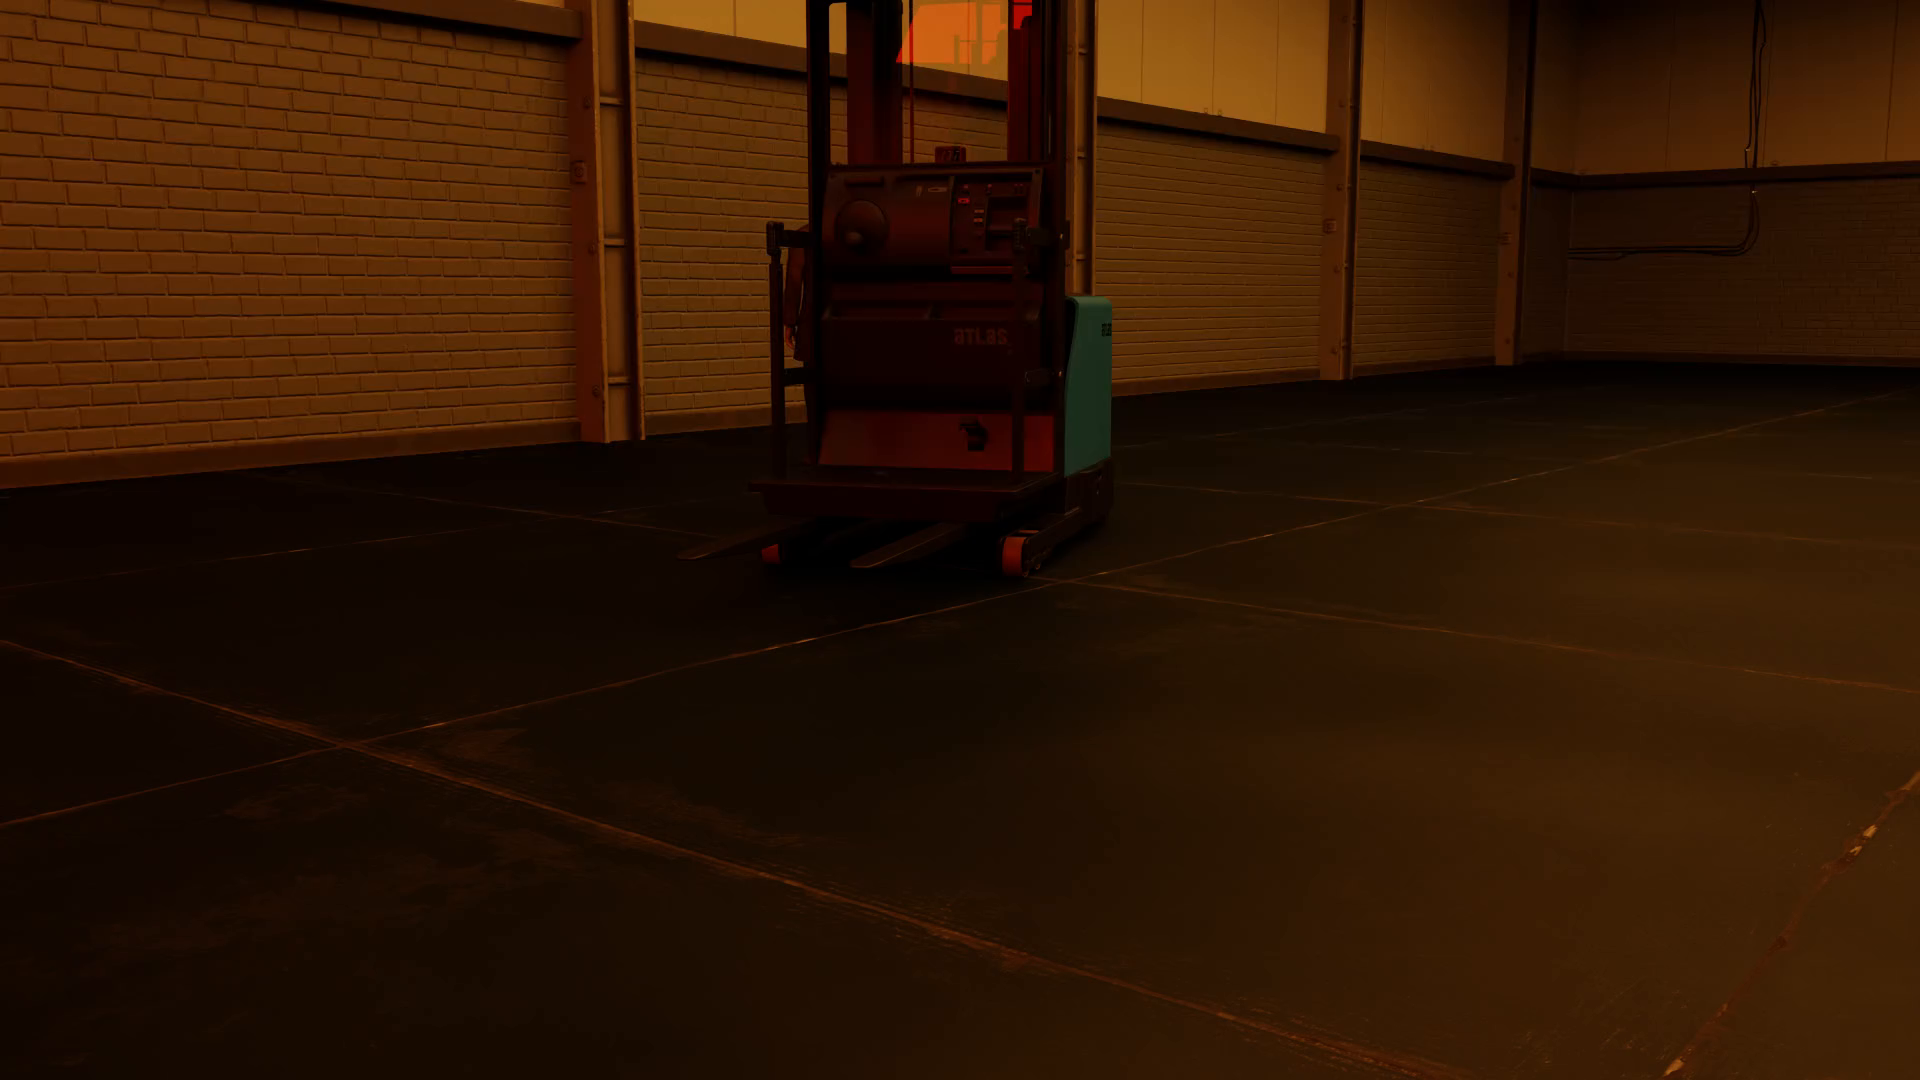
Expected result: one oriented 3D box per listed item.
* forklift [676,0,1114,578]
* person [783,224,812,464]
[{"bbox_3d":[-0.176,-1.366,6.616,1.130,2.935,3.031,3,9,17],"label":"forklift"},{"bbox_3d":[-0.817,-1.365,10.601,0.655,1.775,0.426,-2,9,-14],"label":"person"}]
